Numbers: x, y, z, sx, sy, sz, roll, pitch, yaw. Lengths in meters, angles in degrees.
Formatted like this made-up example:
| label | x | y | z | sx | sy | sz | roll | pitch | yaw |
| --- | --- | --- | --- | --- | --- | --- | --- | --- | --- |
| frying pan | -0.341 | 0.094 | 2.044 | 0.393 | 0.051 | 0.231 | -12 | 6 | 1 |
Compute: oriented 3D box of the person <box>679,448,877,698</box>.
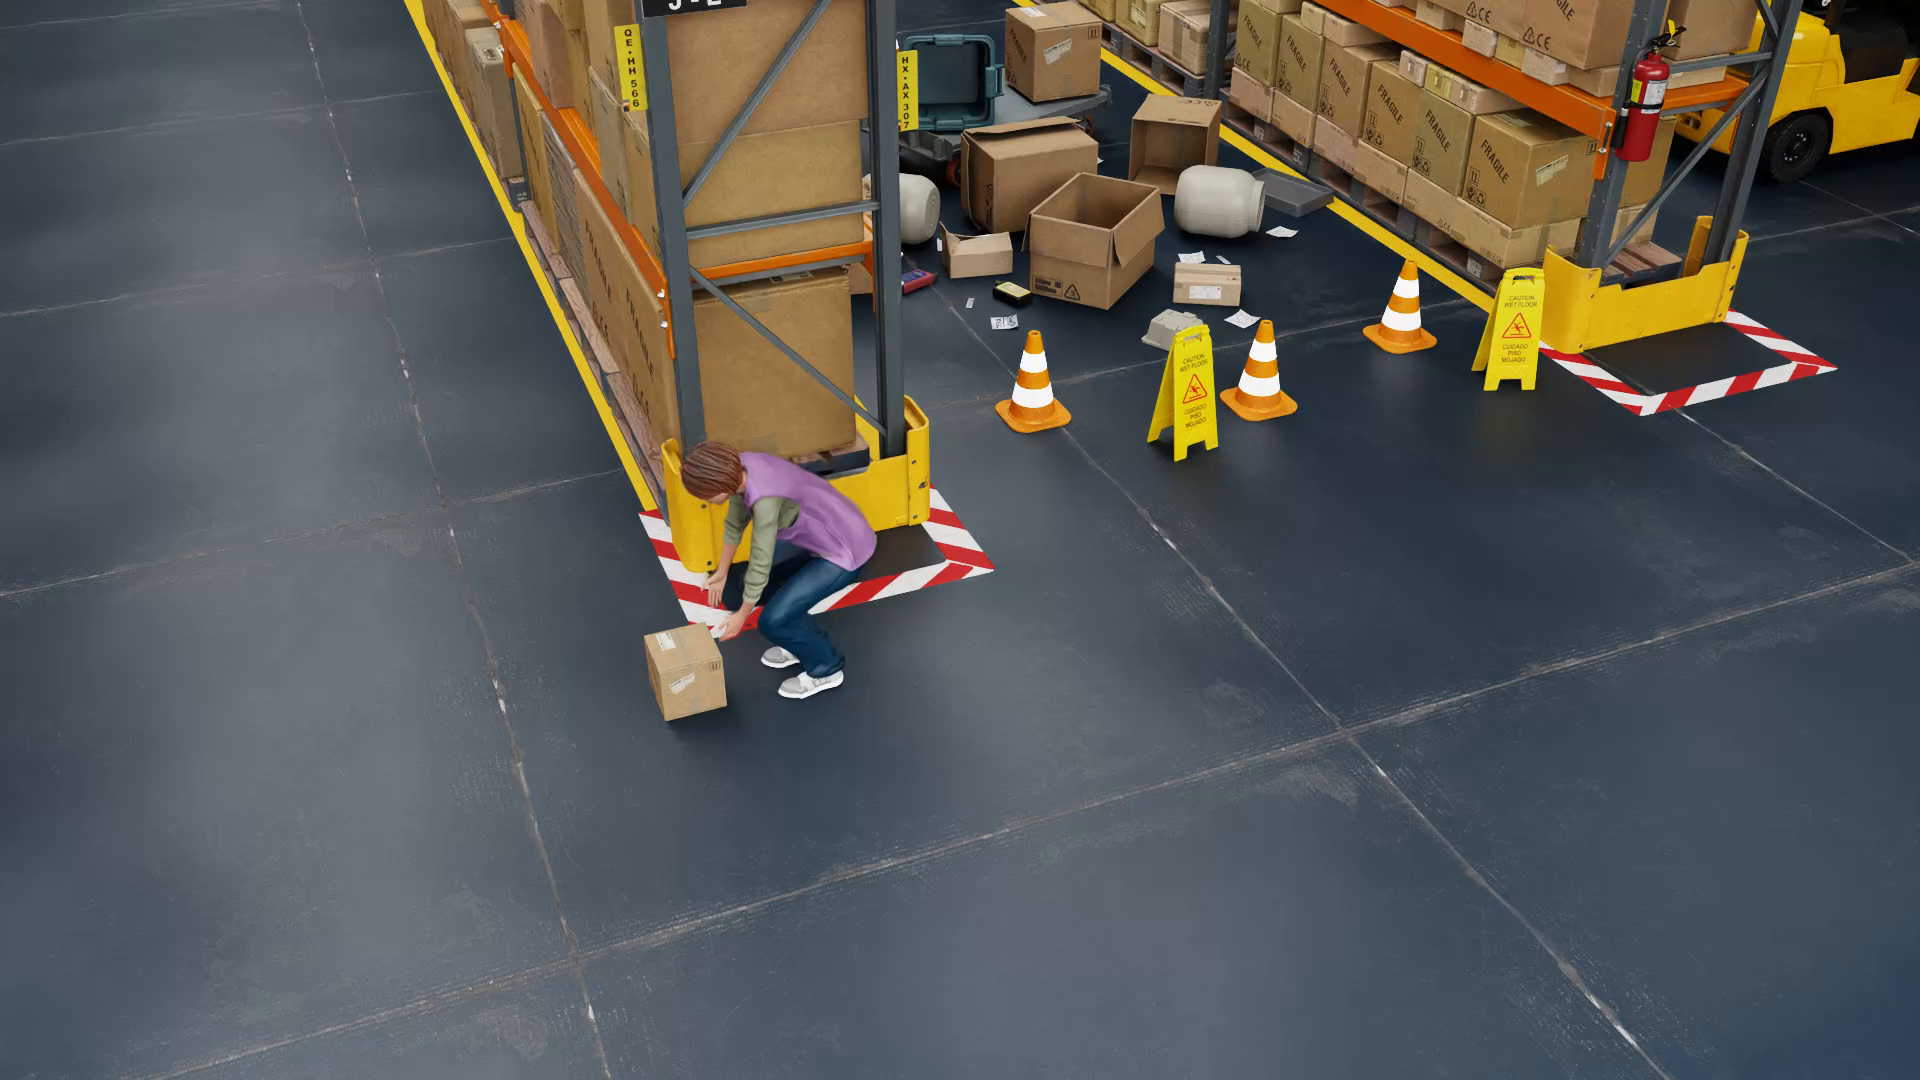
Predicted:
| label | x | y | z | sx | sy | sz | roll | pitch | yaw |
| --- | --- | --- | --- | --- | --- | --- | --- | --- | --- |
| person | -0.675 | 0.110 | 6.422 | 0.735 | 1.115 | 0.461 | -10 | 35 | -14 |
